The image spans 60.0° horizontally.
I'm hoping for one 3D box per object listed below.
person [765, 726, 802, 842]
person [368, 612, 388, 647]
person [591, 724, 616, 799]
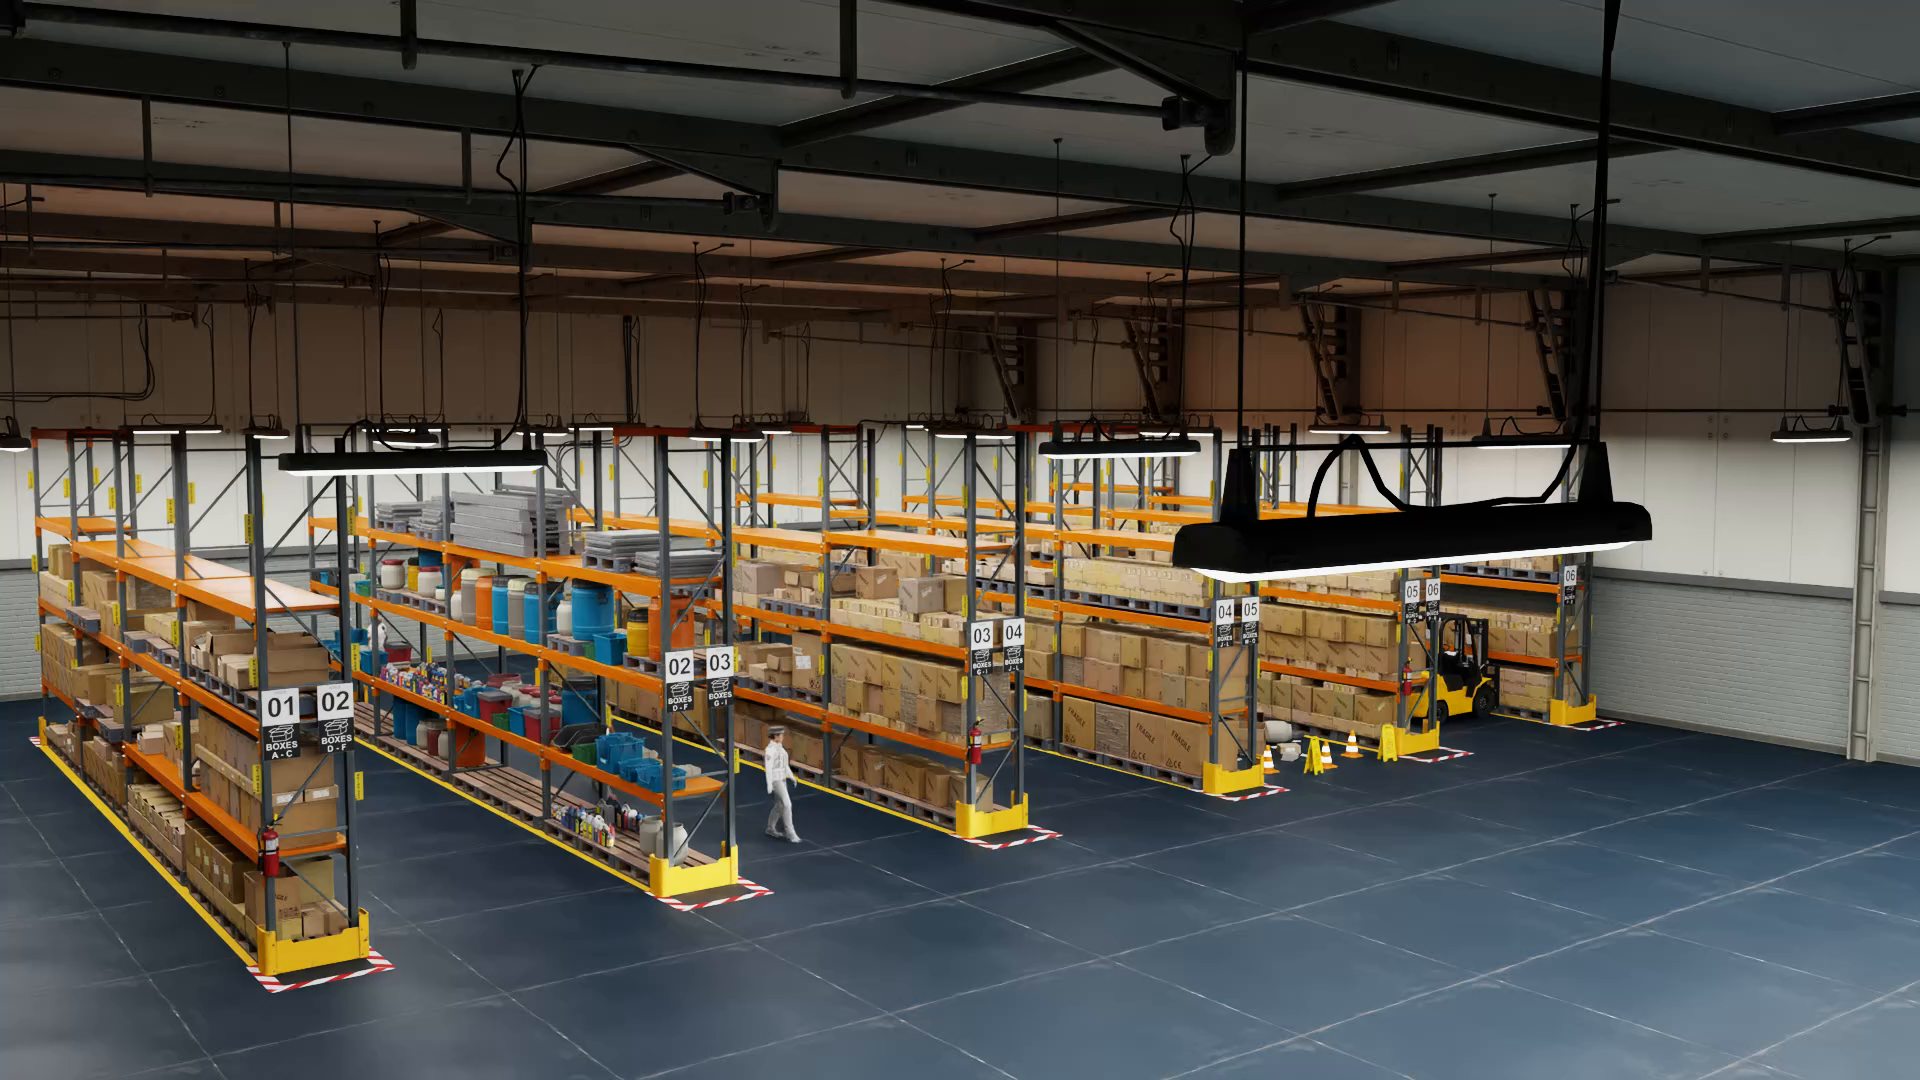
[{"bbox_3d":[-2.597,3.591,24.556,0.629,1.699,0.511,1,5,10],"label":"person"},{"bbox_3d":[-13.529,2.475,38.561,0.450,1.633,0.843,-4,6,-39],"label":"person"},{"bbox_3d":[-5.845,3.343,27.340,0.782,1.728,0.600,3,5,31],"label":"person"}]
